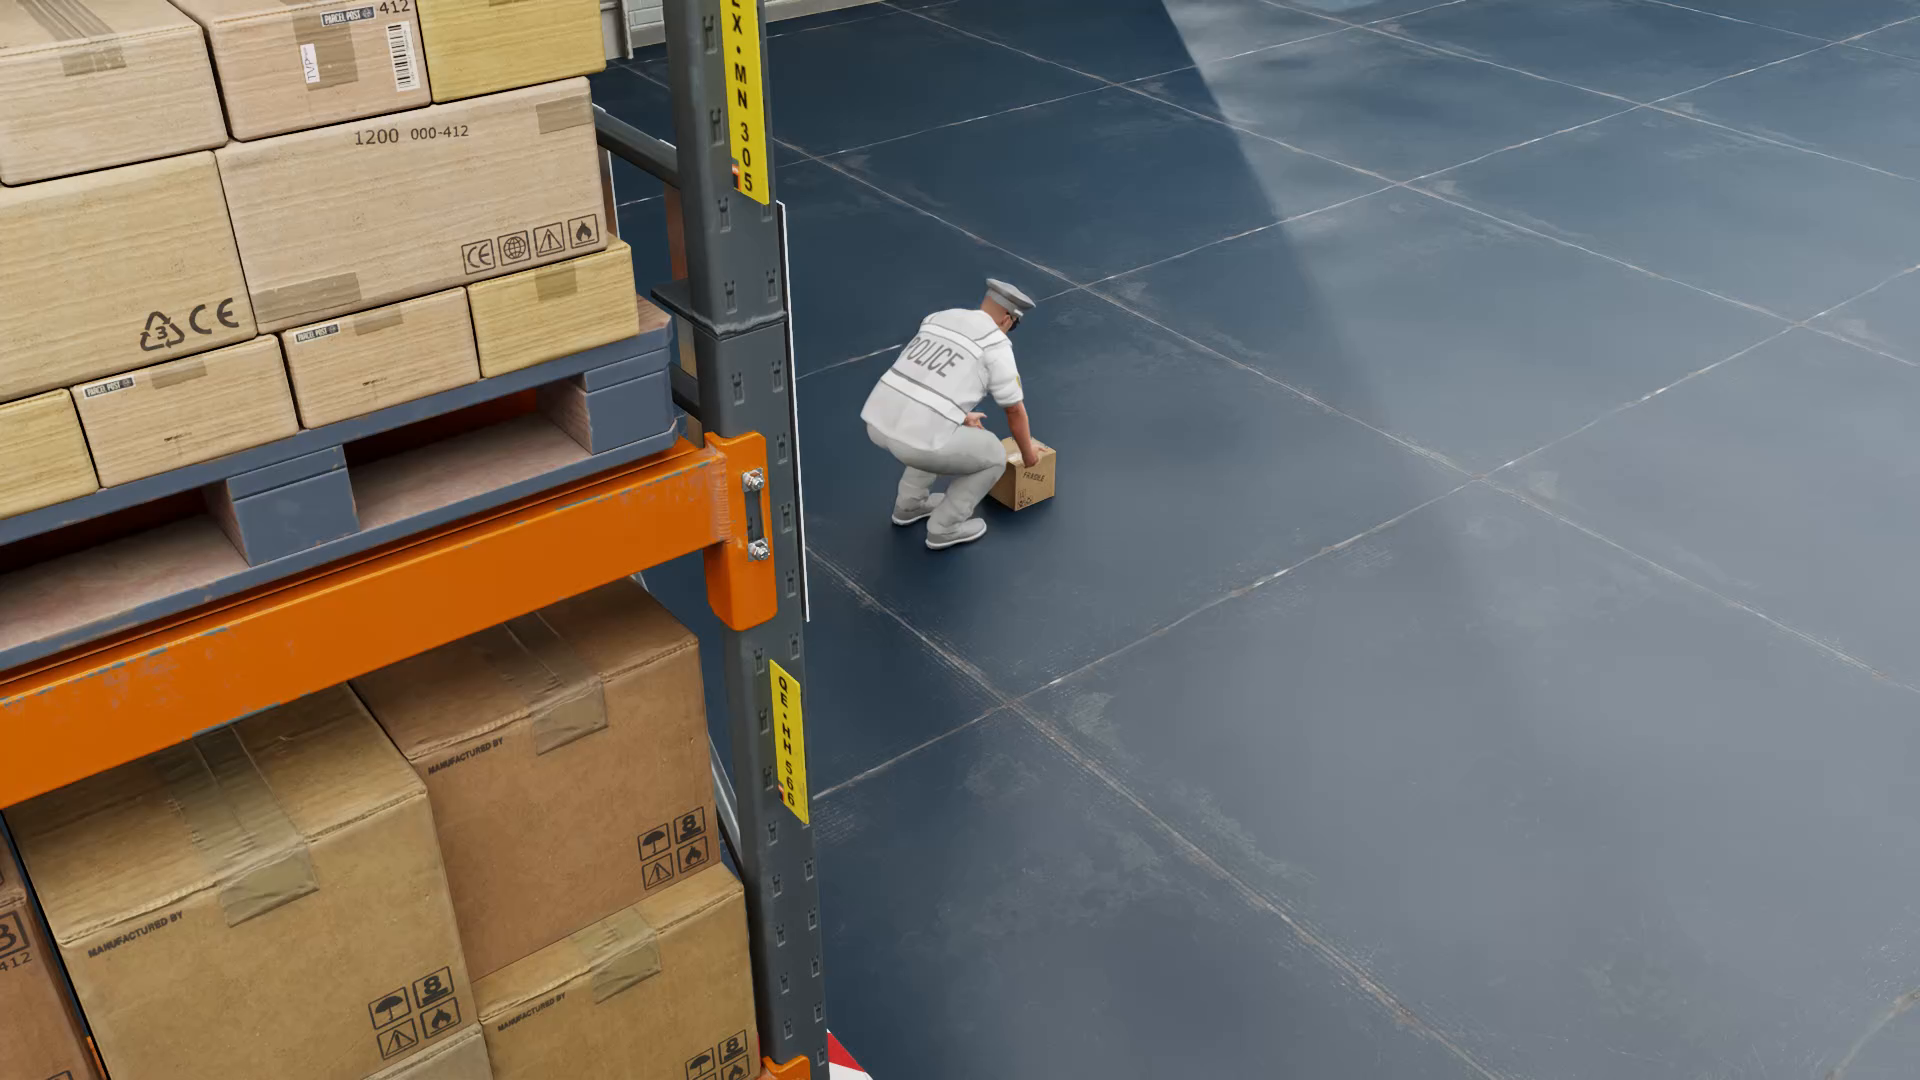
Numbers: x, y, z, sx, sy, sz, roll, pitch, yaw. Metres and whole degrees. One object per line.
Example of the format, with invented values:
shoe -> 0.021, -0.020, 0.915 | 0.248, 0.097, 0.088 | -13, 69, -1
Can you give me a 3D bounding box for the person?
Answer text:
person -> -0.024, -0.595, 7.684 | 0.898, 1.120, 0.576 | -22, 38, -31
